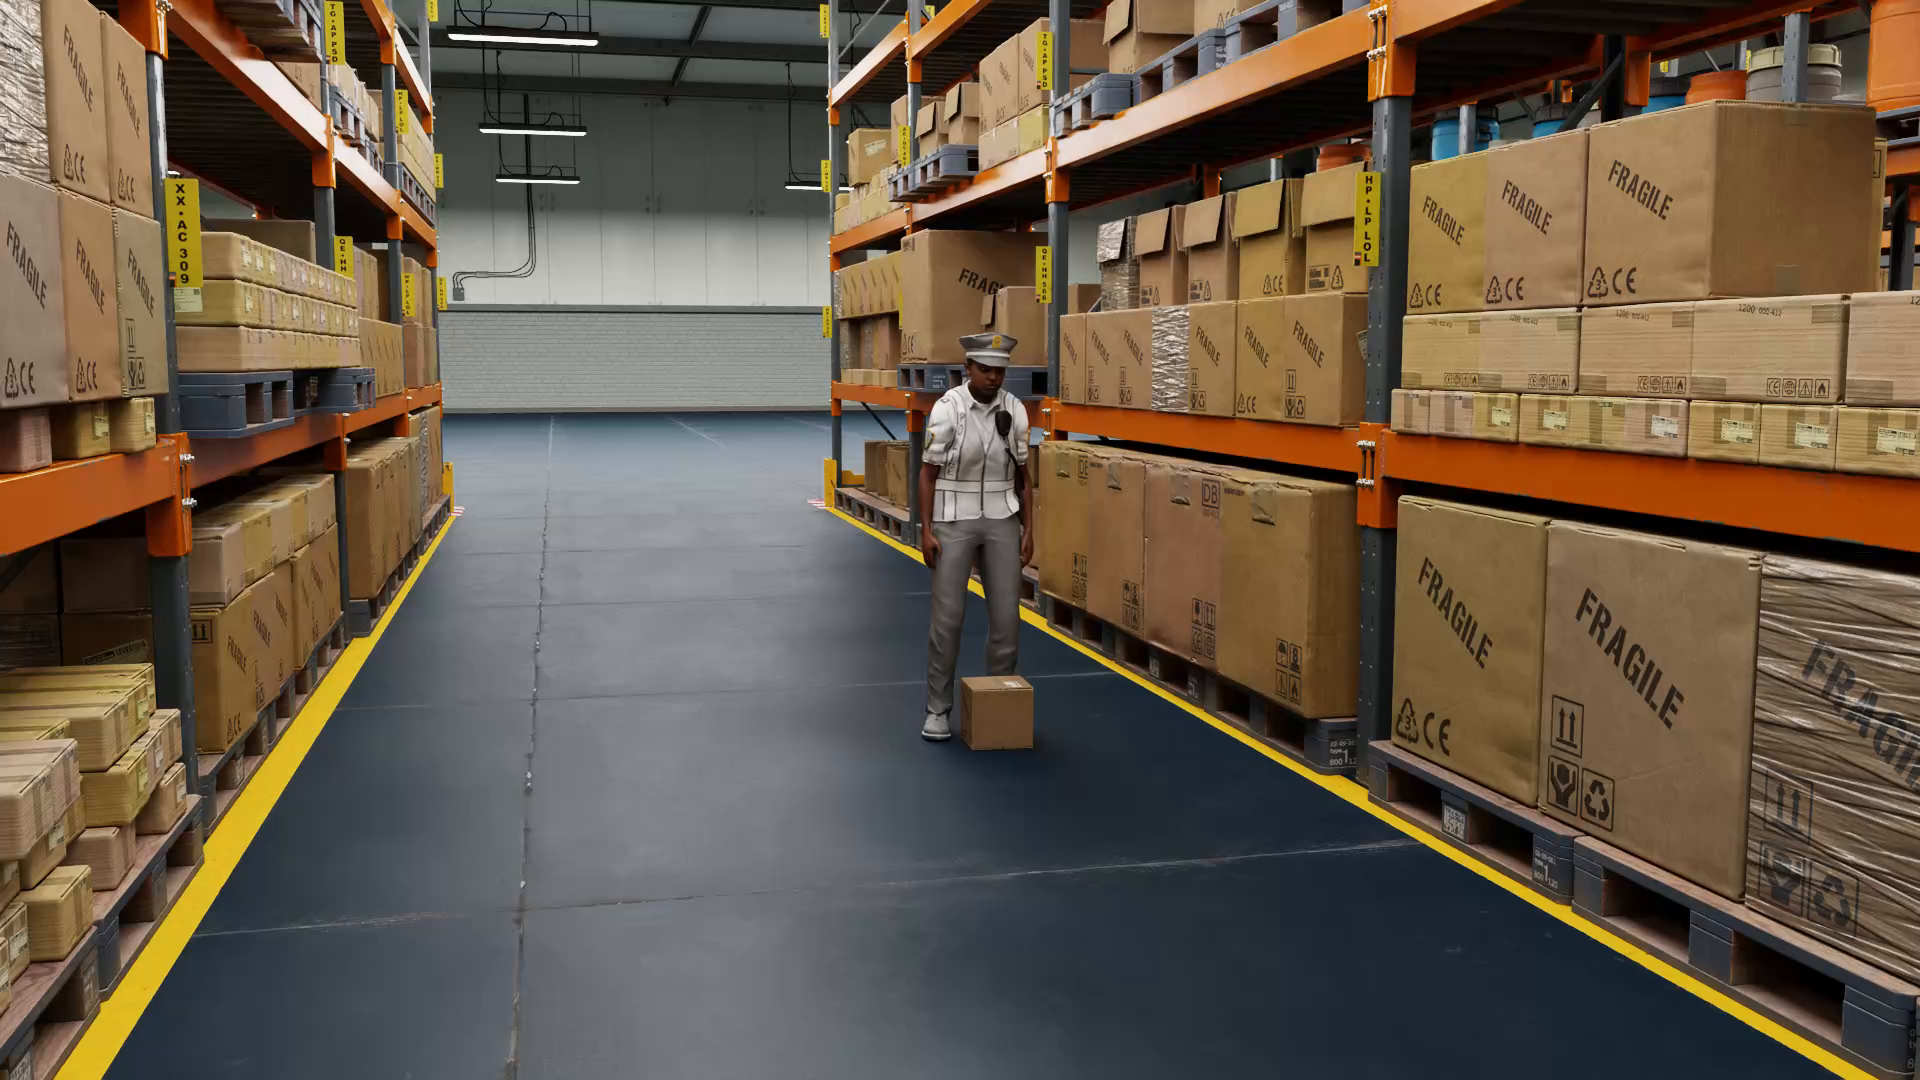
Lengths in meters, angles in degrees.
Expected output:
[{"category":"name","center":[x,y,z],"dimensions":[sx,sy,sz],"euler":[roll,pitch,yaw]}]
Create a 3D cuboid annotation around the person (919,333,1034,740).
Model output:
[{"category":"person","center":[0.067,-0.023,6.902],"dimensions":[0.506,1.657,0.395],"euler":[-2,6,-15]}]
